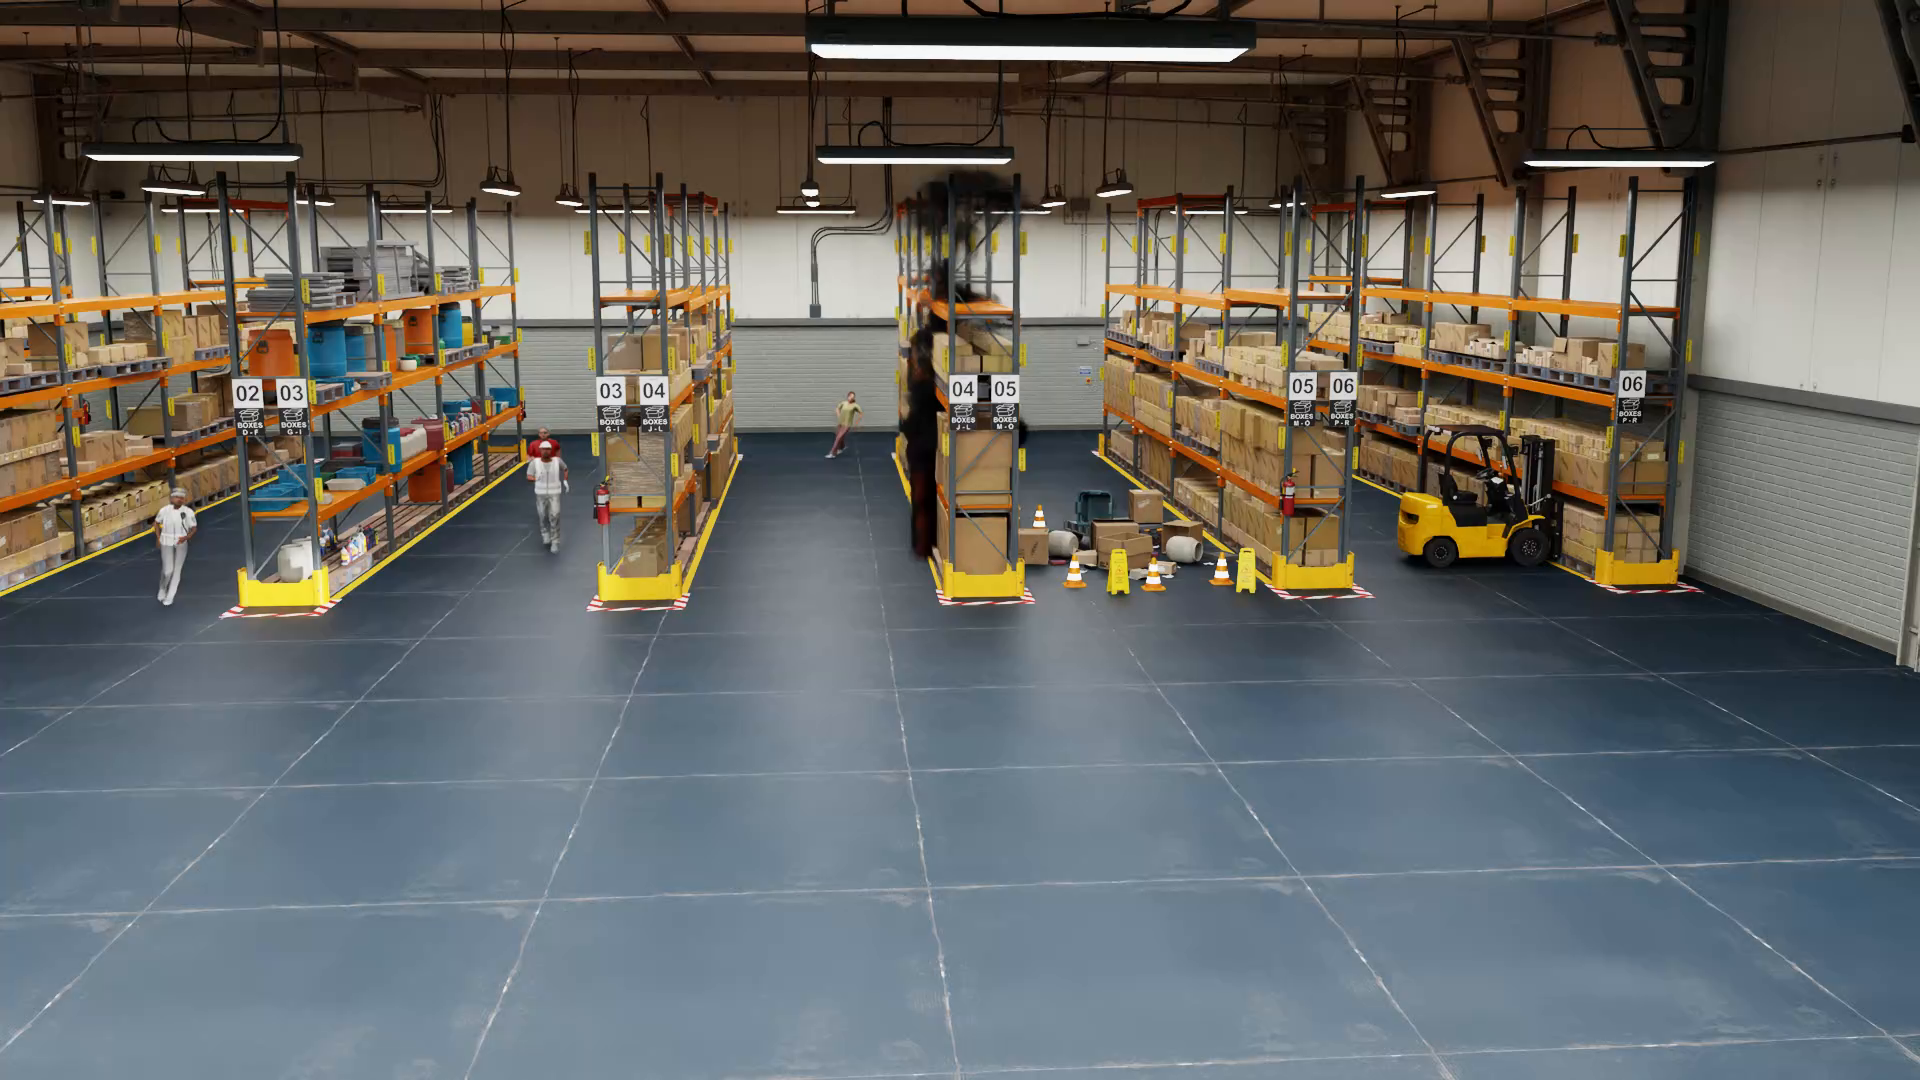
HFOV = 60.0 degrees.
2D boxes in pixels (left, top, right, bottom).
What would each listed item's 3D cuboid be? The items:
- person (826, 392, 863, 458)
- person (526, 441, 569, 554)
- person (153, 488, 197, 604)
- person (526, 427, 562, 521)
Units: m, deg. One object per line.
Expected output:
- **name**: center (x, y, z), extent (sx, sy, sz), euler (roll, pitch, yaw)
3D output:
- **person**: center (-2.857, -2.753, 39.728), extent (0.758, 1.563, 0.830), euler (9, 14, 42)
- **person**: center (-6.852, -0.744, 27.664), extent (0.672, 1.814, 0.903), euler (-2, 10, -10)
- **person**: center (-11.087, 0.084, 23.519), extent (0.578, 1.660, 0.529), euler (-5, 11, -26)
- **person**: center (-7.708, -1.255, 30.881), extent (0.647, 1.719, 0.950), euler (-3, 10, -16)
